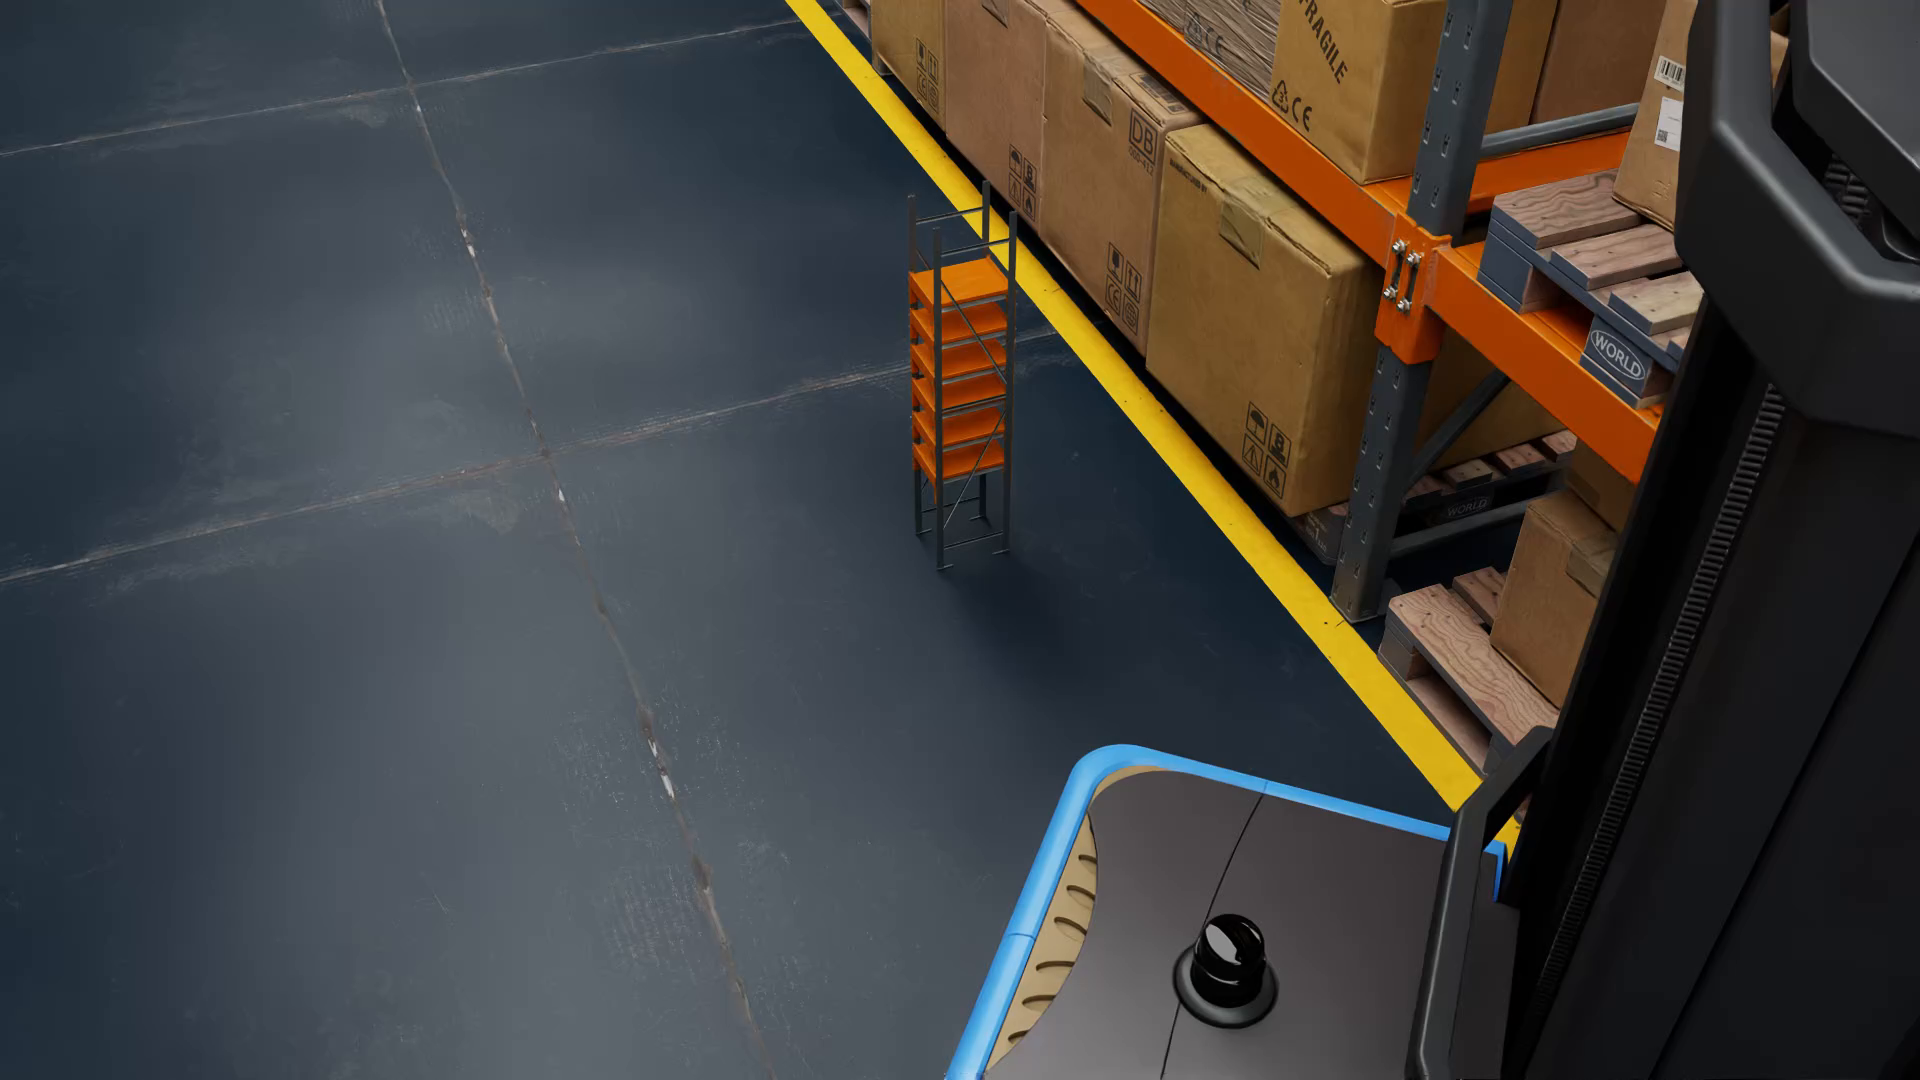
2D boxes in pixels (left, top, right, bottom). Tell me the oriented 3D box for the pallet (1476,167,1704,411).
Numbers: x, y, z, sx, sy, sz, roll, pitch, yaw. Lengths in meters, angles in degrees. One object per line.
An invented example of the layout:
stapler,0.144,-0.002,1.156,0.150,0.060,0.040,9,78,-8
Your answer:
pallet,1.972,-0.566,3.755,1.213,0.211,1.003,-15,43,-17

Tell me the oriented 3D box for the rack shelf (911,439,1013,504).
rack shelf,0.006,-0.231,5.034,0.258,0.103,0.180,-15,43,-17

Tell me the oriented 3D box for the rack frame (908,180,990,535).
rack frame,-0.029,-0.501,4.913,0.240,1.200,0.006,-15,43,-17

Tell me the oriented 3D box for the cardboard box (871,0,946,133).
cardboard box,0.334,-2.424,7.076,1.225,0.875,0.875,-15,43,-17

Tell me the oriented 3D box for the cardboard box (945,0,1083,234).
cardboard box,0.677,-1.886,6.450,1.225,0.875,0.875,-17,43,-18

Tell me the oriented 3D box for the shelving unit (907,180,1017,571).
shelving unit,0.006,-0.446,4.849,0.258,1.200,0.189,-15,43,-17

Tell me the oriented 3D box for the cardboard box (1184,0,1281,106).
cardboard box,0.998,-1.617,4.753,0.500,0.500,0.500,-15,43,-17

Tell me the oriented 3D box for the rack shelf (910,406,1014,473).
rack shelf,0.006,-0.322,4.956,0.258,0.103,0.180,-15,43,-17

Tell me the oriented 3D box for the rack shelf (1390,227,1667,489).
rack shelf,2.367,0.436,2.994,1.077,0.370,4.000,-15,43,-17

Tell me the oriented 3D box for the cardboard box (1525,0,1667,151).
cardboard box,1.667,-1.440,4.547,0.500,0.500,0.500,-14,43,-16

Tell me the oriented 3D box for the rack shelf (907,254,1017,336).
rack shelf,0.006,-0.685,4.643,0.258,0.103,0.180,-15,43,-17

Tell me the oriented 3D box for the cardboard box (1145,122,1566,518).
cardboard box,1.357,-0.816,5.206,1.225,0.875,0.875,-17,44,-19

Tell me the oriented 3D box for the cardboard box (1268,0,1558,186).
cardboard box,1.184,-1.315,4.402,0.500,0.500,0.500,-14,43,-16

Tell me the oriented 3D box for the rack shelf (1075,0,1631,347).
rack shelf,0.836,-1.973,5.796,1.077,0.370,4.000,-15,43,-17

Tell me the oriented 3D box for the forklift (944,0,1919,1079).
forklift,1.482,0.698,2.190,3.031,2.935,1.130,13,42,15

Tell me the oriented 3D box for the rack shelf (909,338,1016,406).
rack shelf,0.006,-0.504,4.799,0.258,0.103,0.180,-15,43,-17

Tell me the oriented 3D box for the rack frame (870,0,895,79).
rack frame,0.071,-3.451,6.963,1.000,3.000,0.127,-15,43,-17

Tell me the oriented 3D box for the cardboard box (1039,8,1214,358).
cardboard box,1.023,-1.355,5.832,1.225,0.875,0.875,-15,43,-17

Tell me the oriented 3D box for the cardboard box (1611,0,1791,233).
cardboard box,1.845,-0.923,3.624,0.500,0.500,0.500,-20,45,-22

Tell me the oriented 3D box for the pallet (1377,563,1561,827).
pallet,1.899,0.487,4.522,1.003,0.211,1.213,-15,43,-17

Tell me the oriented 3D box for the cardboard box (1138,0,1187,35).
cardboard box,0.797,-1.929,5.115,0.500,0.500,0.500,-16,43,-18

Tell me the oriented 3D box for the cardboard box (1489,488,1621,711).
cardboard box,1.876,0.138,4.368,0.700,0.500,0.500,-17,44,-19

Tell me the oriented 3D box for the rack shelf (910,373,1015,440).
rack shelf,0.006,-0.413,4.878,0.258,0.103,0.180,-15,43,-17

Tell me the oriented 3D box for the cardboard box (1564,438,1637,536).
cardboard box,1.885,-0.149,4.127,0.500,0.250,0.500,-13,42,-15

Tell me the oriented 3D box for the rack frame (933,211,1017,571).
rack frame,0.041,-0.391,4.785,0.240,1.200,0.006,-15,43,-17

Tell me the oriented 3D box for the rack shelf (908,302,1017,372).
rack shelf,0.006,-0.594,4.721,0.258,0.103,0.180,-15,43,-17

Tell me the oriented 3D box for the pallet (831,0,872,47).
pallet,-0.148,-2.871,8.427,1.003,0.211,1.213,-15,43,-17

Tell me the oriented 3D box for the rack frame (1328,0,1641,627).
rack frame,1.601,-1.041,4.160,1.000,3.000,0.127,-15,43,-17

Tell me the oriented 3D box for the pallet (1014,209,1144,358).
pallet,0.906,-1.212,6.497,1.003,0.211,1.213,-15,43,-17

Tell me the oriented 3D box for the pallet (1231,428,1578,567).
pallet,1.369,-0.478,5.644,1.003,0.211,1.213,-15,43,-17
